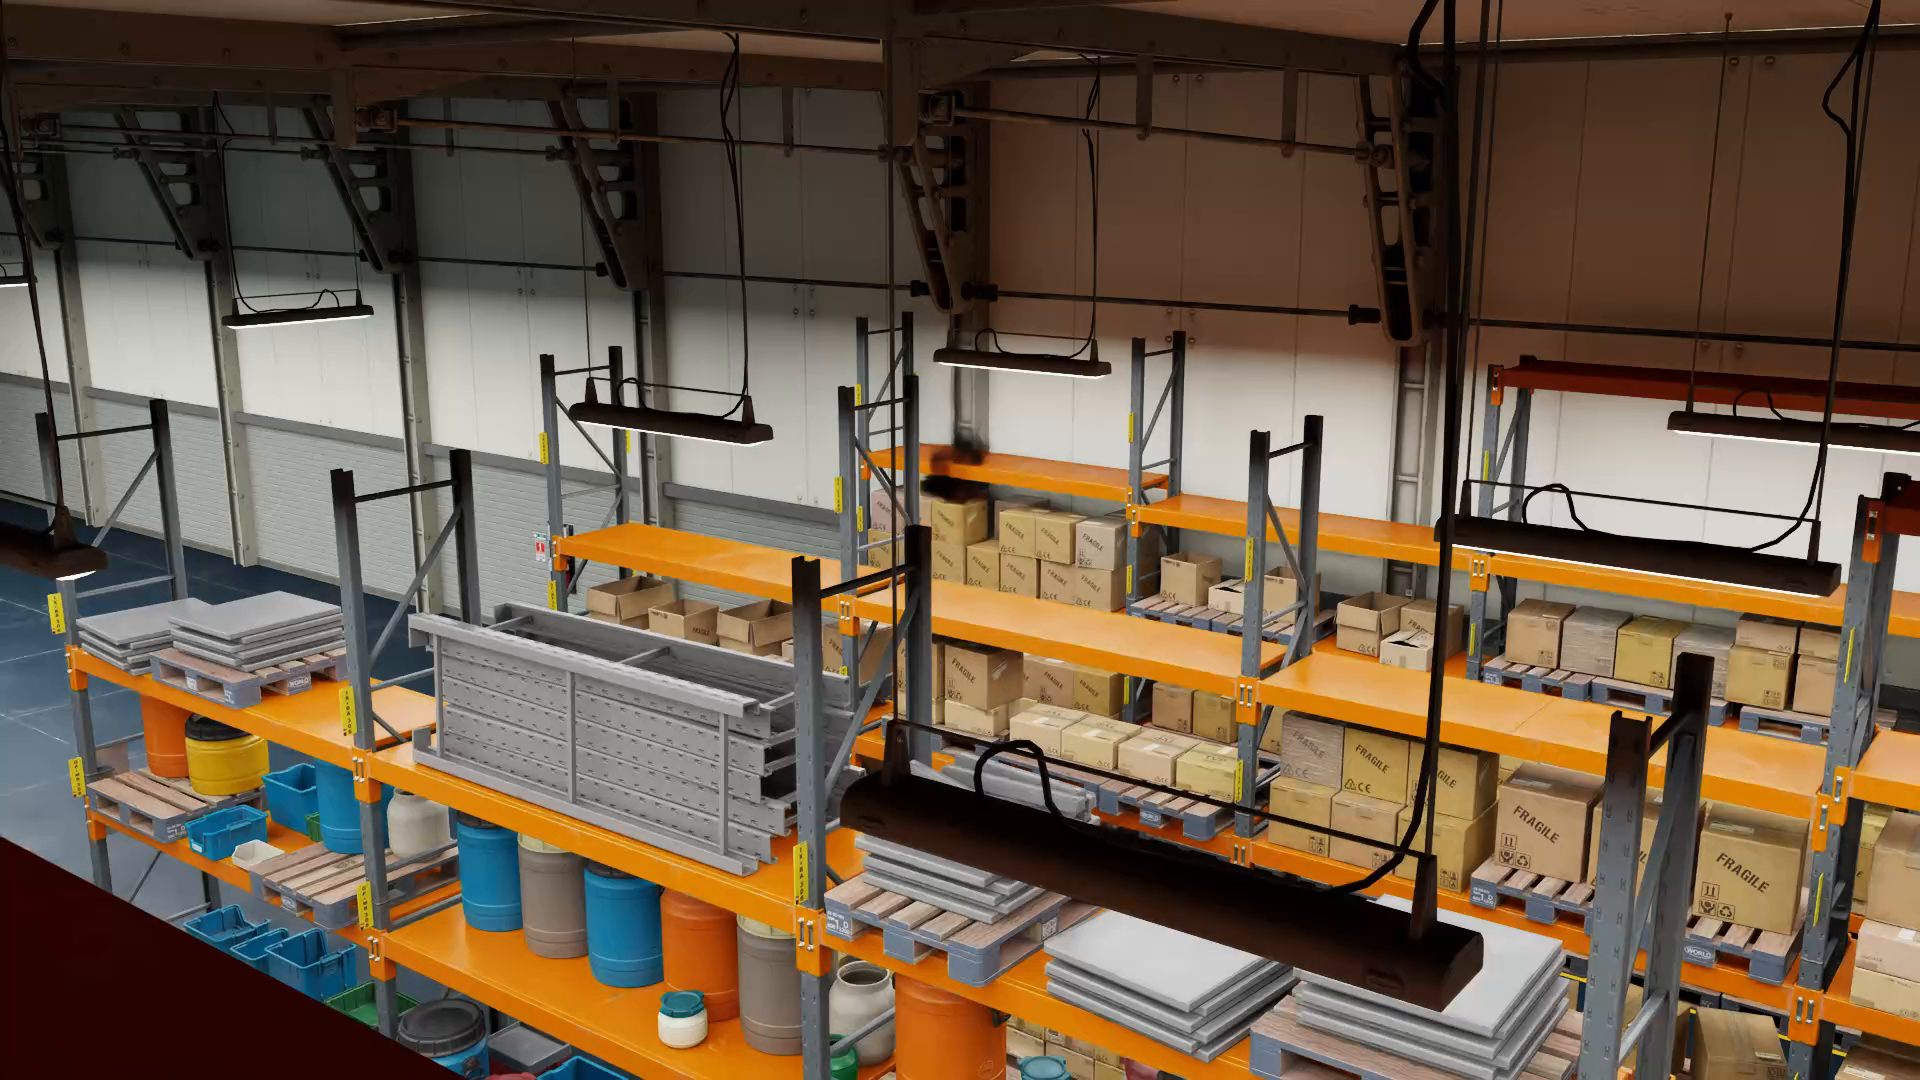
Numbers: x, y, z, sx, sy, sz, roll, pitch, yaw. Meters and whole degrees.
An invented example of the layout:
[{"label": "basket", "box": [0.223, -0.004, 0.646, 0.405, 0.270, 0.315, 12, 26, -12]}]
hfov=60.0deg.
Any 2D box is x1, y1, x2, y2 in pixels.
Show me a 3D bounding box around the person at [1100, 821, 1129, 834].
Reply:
[{"label": "person", "box": [1.335, 3.329, 16.993, 0.801, 1.841, 0.682, 8, 15, 32]}]
